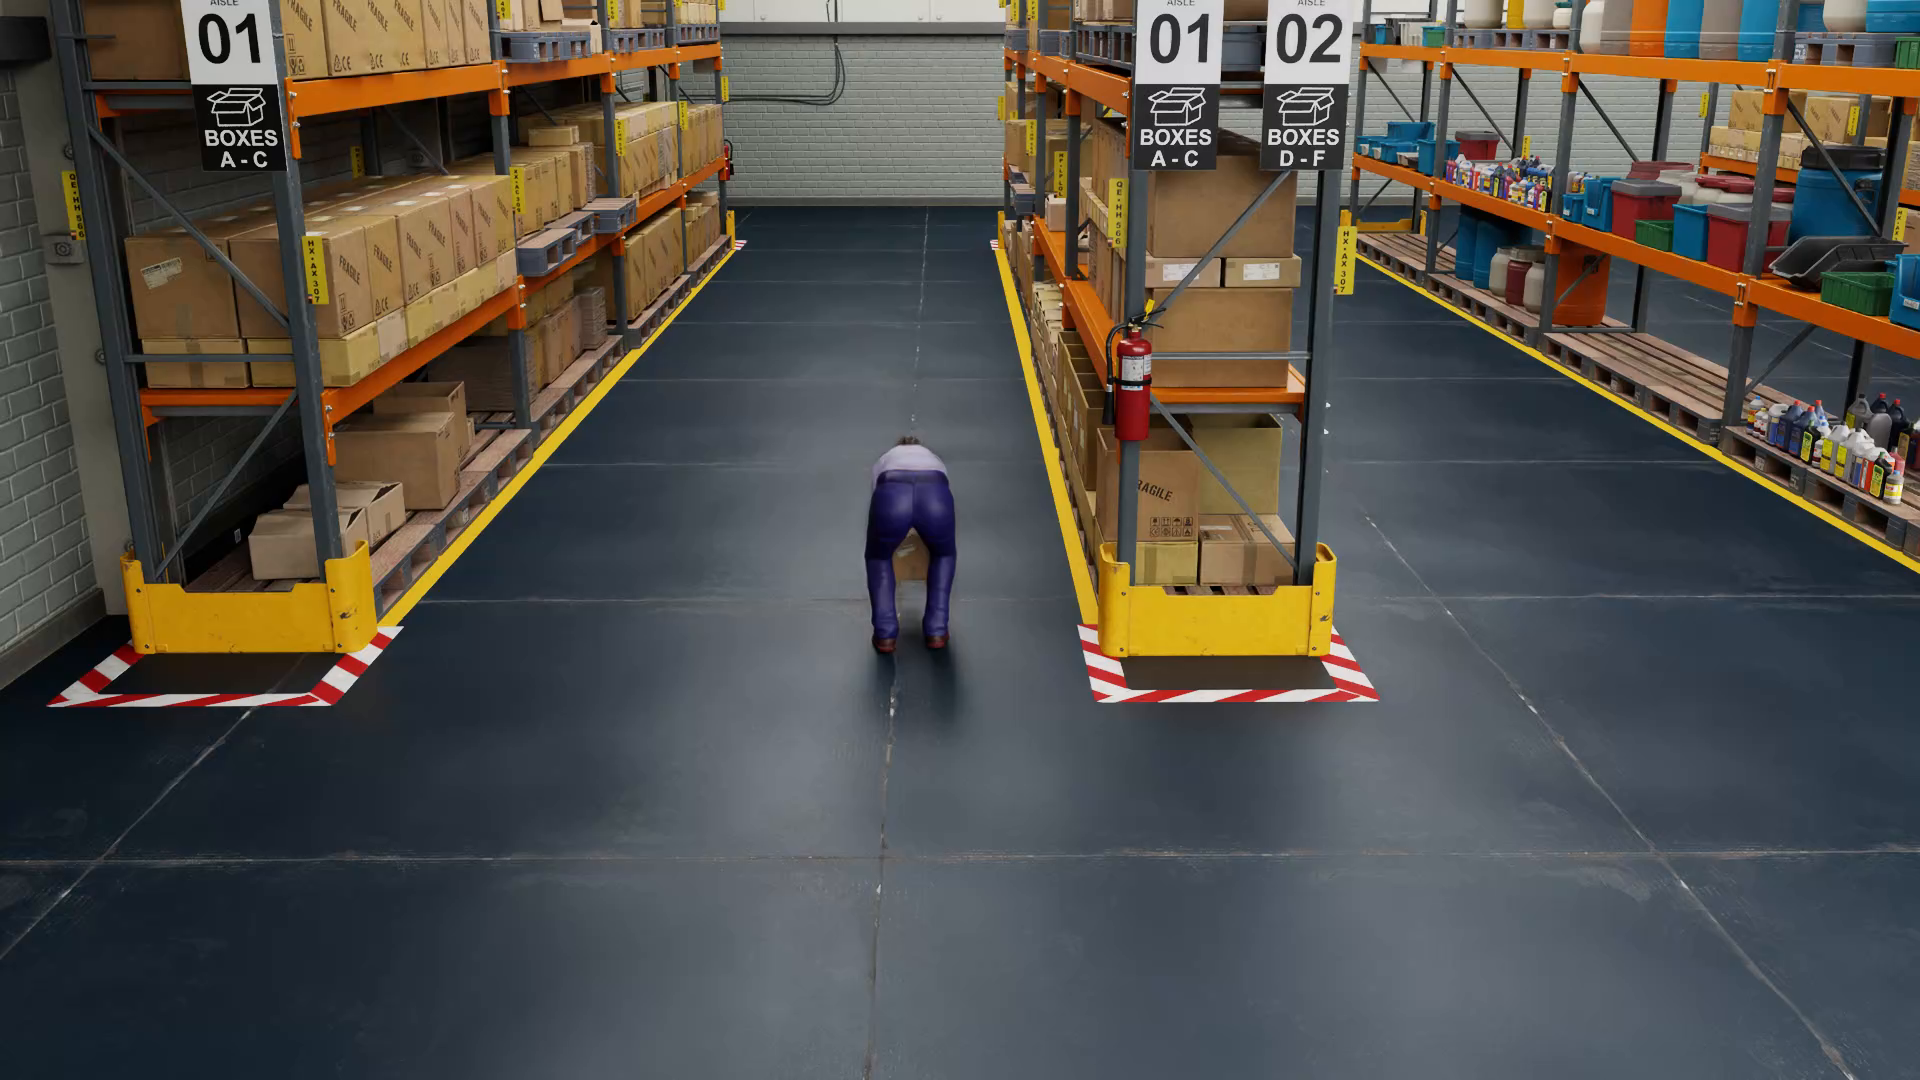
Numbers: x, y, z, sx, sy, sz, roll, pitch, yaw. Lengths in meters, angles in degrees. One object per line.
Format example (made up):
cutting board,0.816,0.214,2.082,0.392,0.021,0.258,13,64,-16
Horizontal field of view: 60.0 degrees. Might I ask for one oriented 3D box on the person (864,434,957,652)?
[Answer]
person,-0.258,0.010,8.632,0.476,1.004,0.910,-1,17,-3
